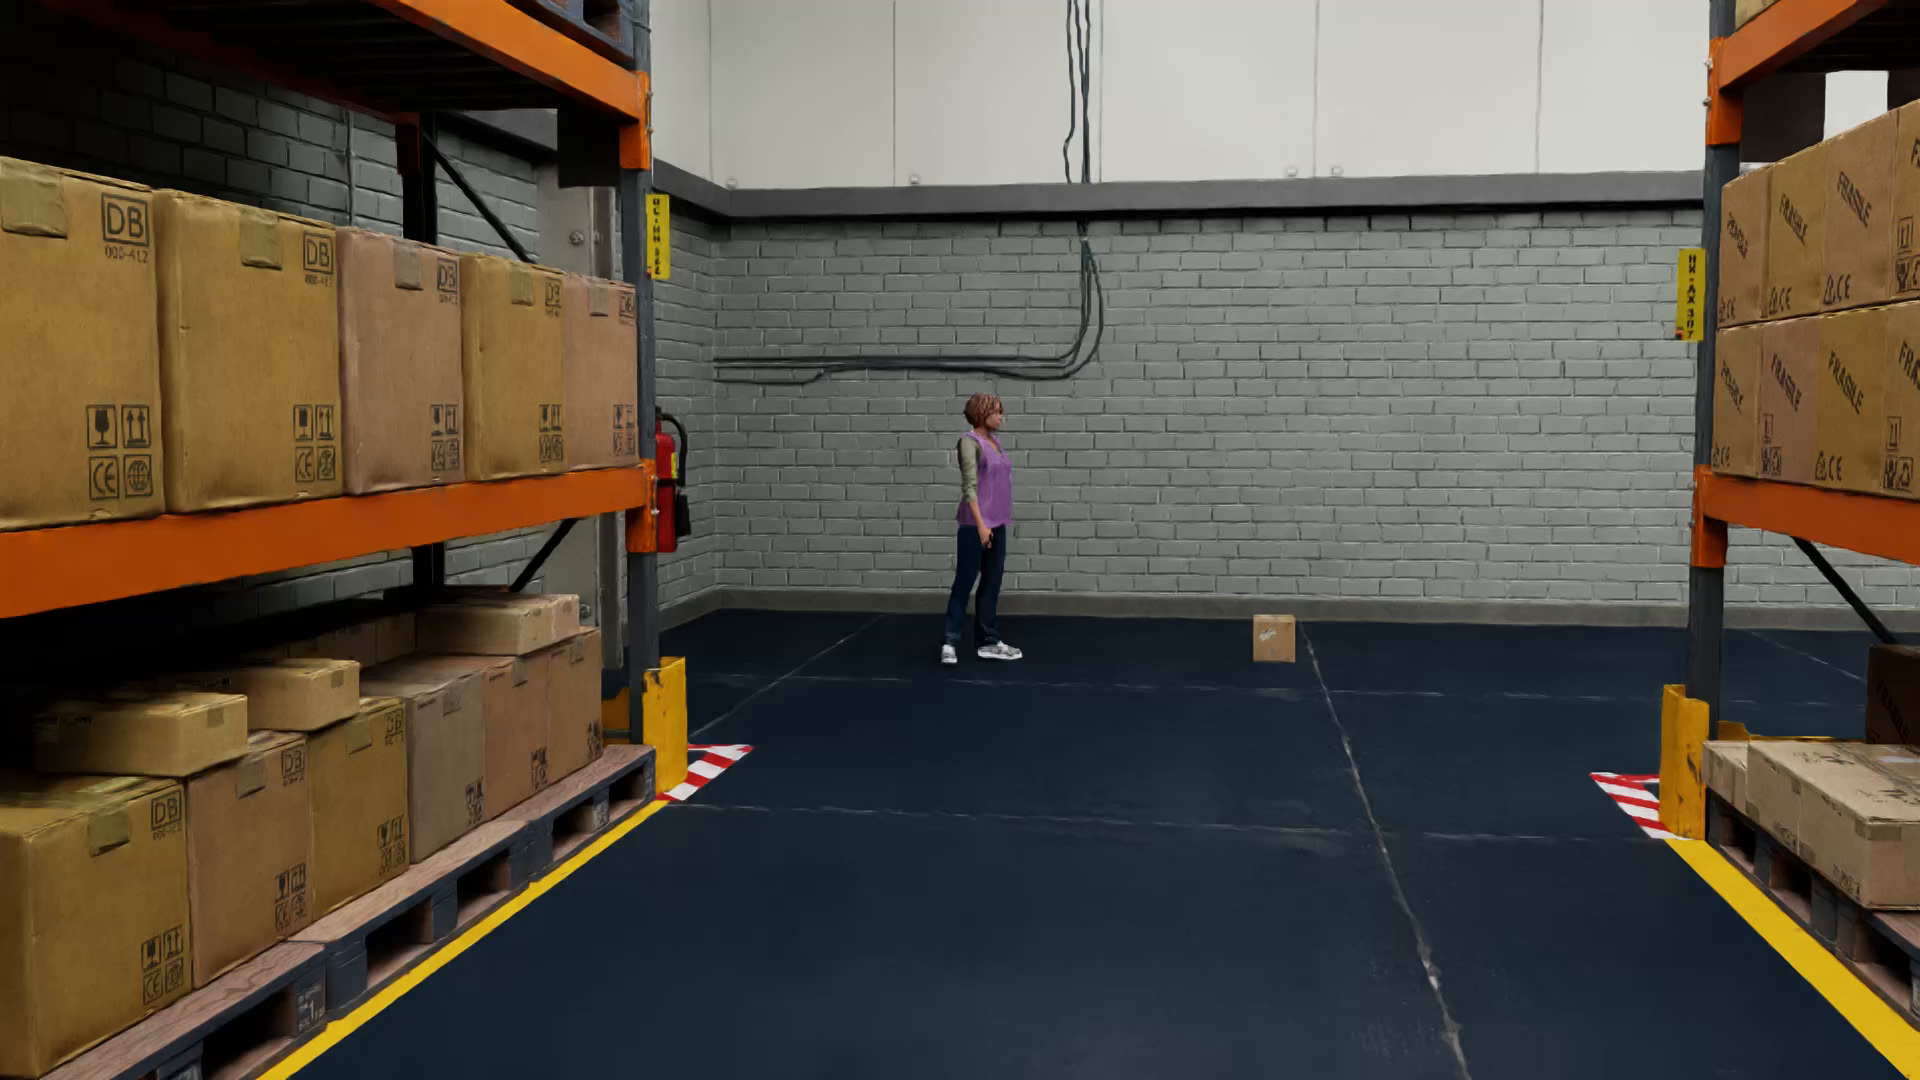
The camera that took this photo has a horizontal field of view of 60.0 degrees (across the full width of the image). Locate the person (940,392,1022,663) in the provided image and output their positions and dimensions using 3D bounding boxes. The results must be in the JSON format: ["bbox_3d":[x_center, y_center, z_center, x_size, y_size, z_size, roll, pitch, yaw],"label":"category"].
[{"bbox_3d":[0.094,-0.071,9.854,0.378,1.604,0.549,3,5,31],"label":"person"}]
